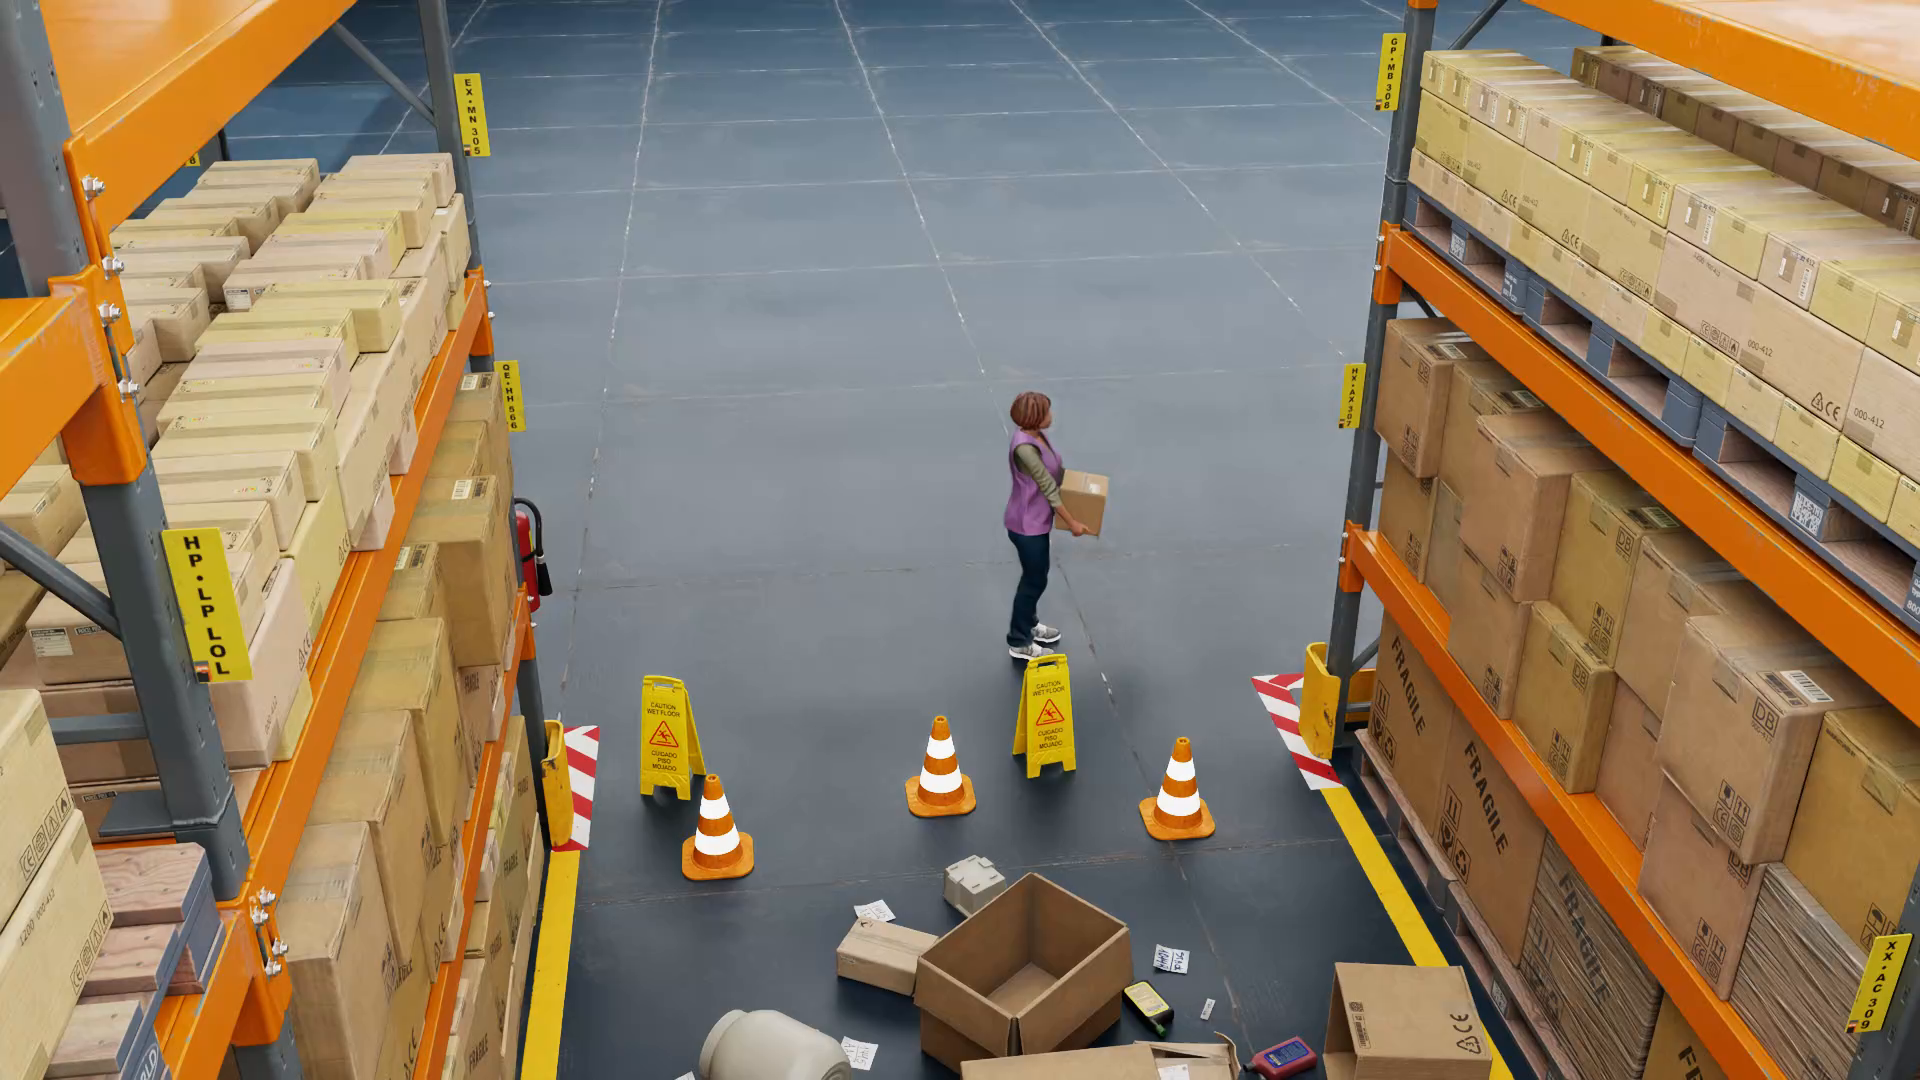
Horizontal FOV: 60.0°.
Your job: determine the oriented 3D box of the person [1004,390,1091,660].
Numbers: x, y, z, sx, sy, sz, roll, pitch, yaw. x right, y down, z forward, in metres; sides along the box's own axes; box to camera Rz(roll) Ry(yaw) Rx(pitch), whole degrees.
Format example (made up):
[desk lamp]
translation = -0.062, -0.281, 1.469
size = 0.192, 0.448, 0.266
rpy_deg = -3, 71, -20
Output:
[person]
translation = 0.490, -0.081, 9.254
size = 0.495, 1.599, 0.380
rpy_deg = 4, 28, 8
